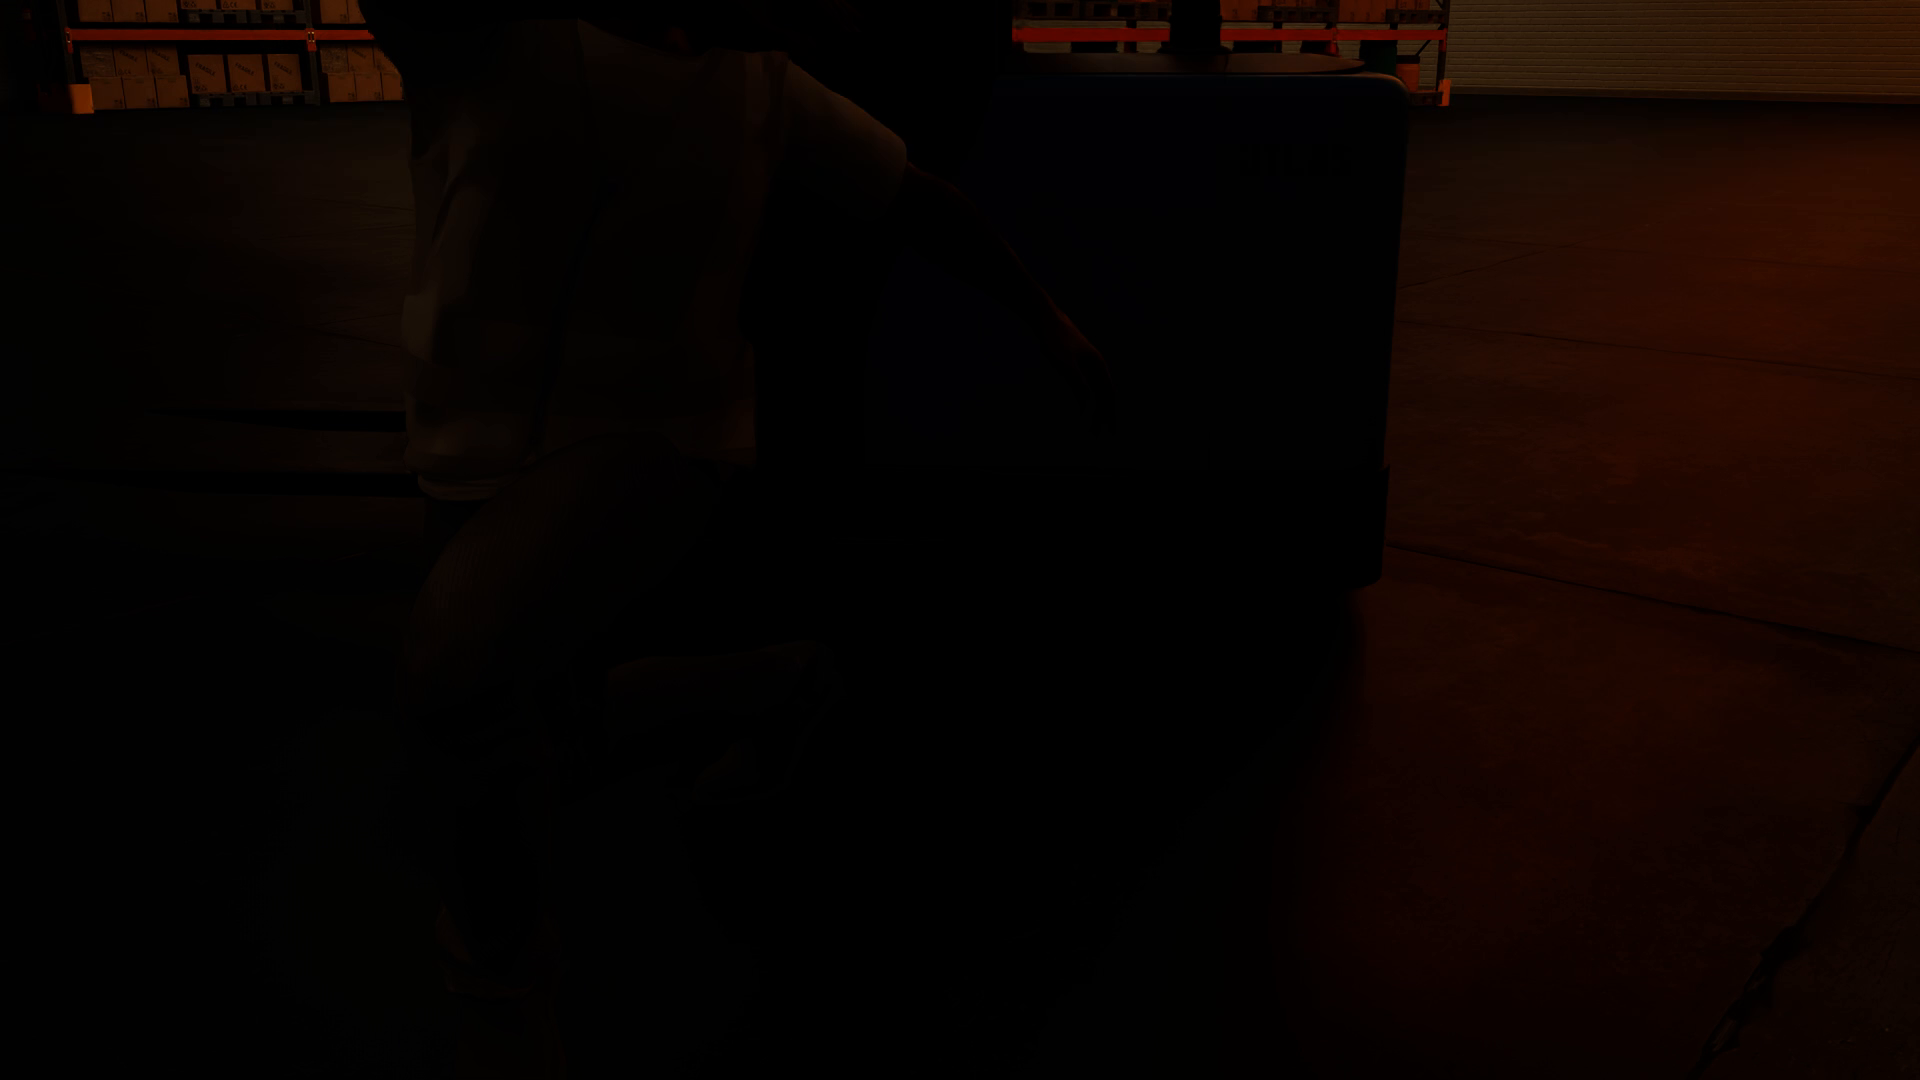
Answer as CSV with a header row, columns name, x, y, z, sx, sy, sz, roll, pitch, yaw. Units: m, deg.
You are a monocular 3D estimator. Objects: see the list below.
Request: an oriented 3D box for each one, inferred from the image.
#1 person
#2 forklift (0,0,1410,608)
name,x,y,z,sx,sy,sz,roll,pitch,yaw
person,-0.255,-0.169,1.993,0.839,1.502,0.973,3,17,9
forklift,-0.609,-1.414,3.555,3.031,2.935,1.130,1,17,4
